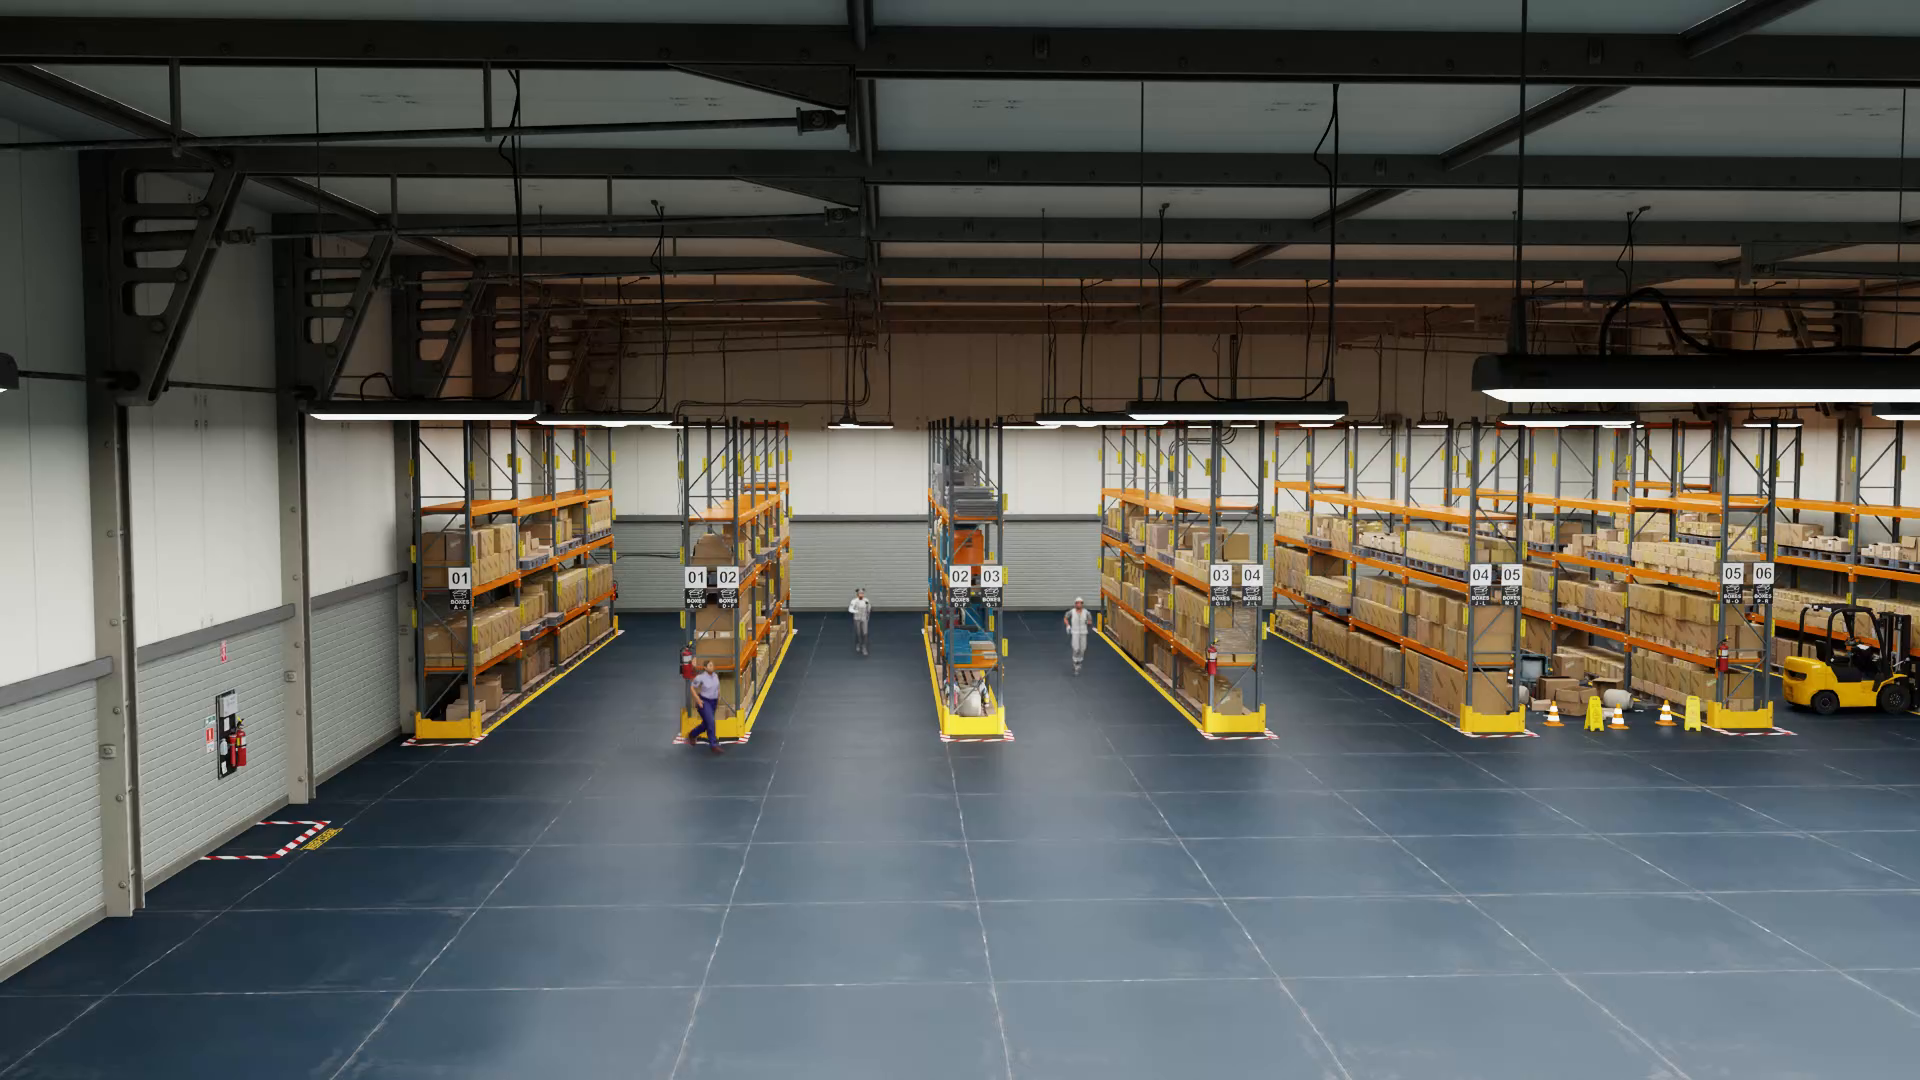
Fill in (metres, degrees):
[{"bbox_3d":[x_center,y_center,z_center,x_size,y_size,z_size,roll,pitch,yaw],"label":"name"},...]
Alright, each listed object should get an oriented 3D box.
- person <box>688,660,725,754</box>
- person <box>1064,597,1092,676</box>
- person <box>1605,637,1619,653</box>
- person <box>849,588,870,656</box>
[{"bbox_3d":[-4.498,2.948,29.696,0.880,1.630,0.606,3,4,34],"label":"person"},{"bbox_3d":[2.805,2.272,39.192,0.630,1.844,0.735,0,4,-7],"label":"person"},{"bbox_3d":[16.439,2.145,41.630,0.686,1.722,0.589,0,4,1],"label":"person"},{"bbox_3d":[-2.575,2.088,42.812,0.596,1.739,0.764,-1,4,-11],"label":"person"}]
